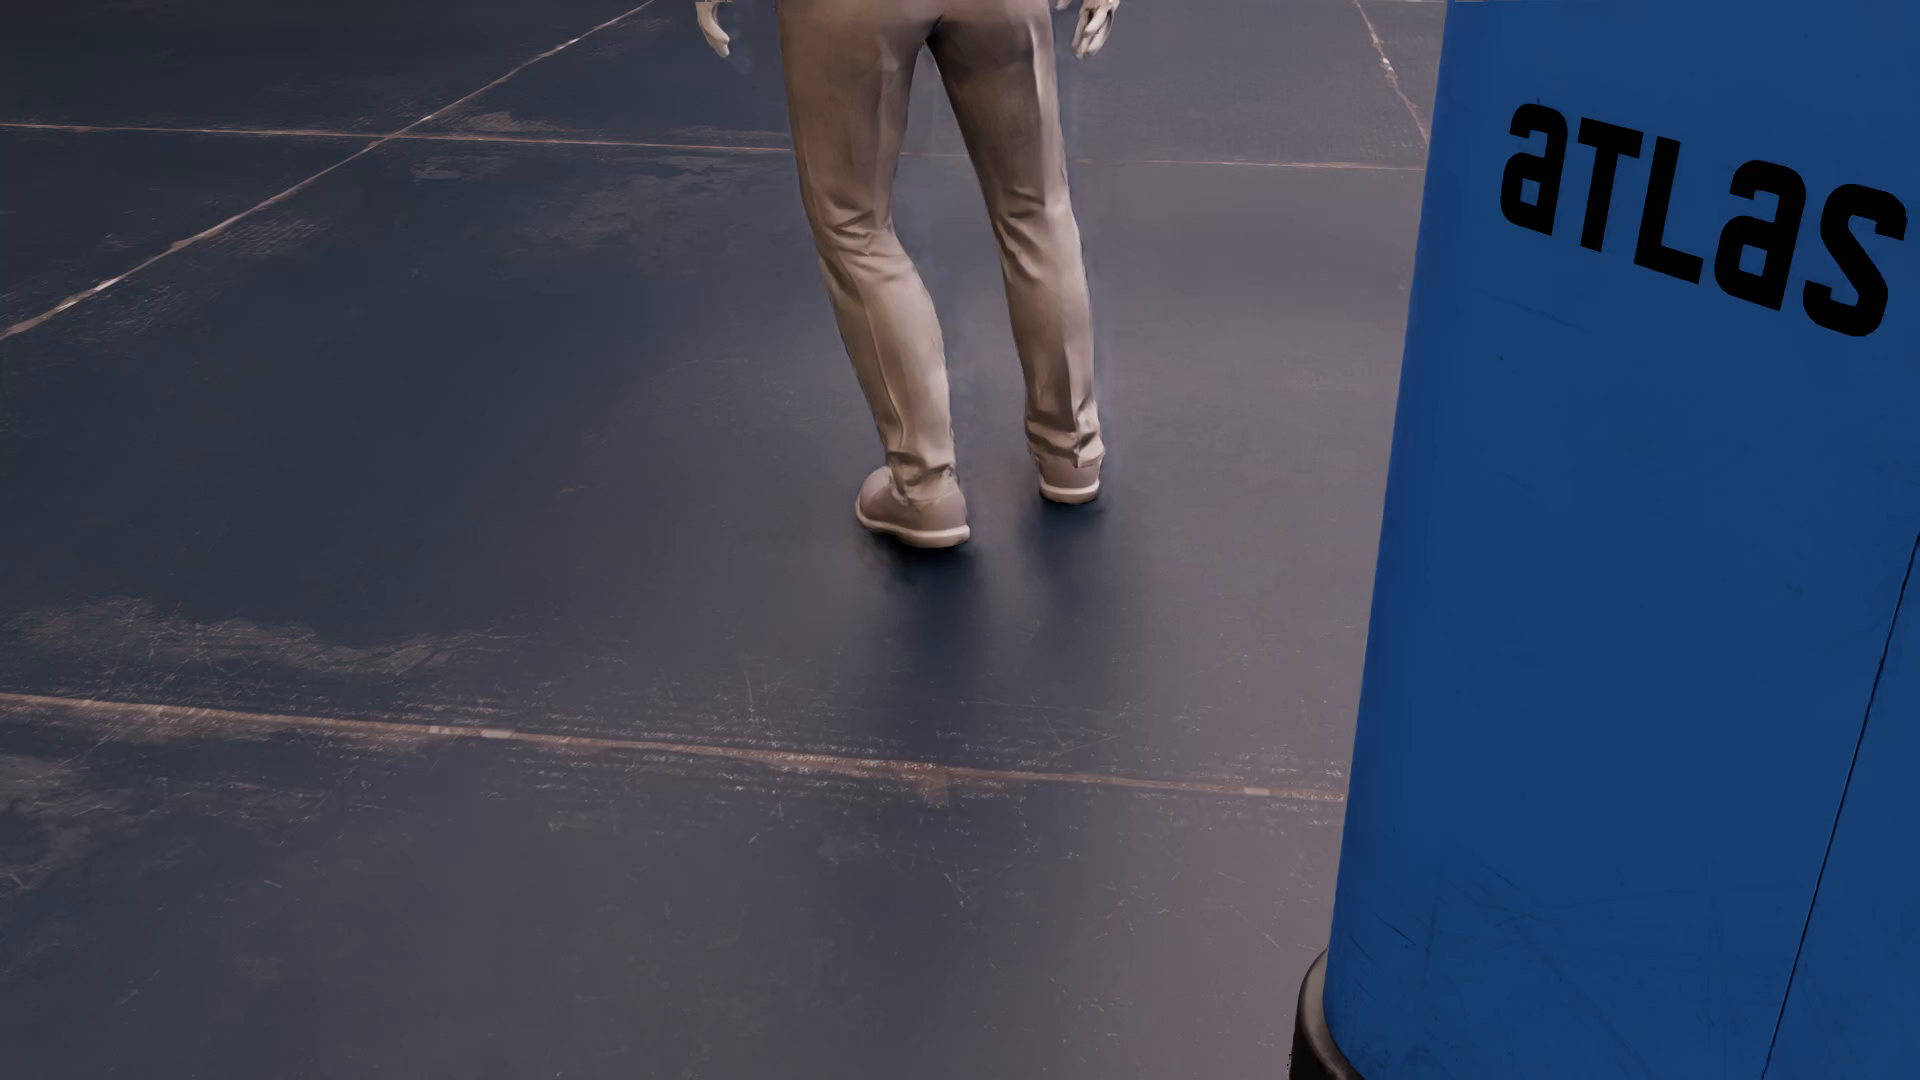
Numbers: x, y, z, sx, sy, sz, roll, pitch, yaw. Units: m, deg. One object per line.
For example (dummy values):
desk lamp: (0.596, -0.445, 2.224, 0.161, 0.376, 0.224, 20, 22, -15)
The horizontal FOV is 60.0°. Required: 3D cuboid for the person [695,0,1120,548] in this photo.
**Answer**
person: (-0.020, -0.771, 2.210, 0.672, 1.670, 0.437, -11, 29, -21)
